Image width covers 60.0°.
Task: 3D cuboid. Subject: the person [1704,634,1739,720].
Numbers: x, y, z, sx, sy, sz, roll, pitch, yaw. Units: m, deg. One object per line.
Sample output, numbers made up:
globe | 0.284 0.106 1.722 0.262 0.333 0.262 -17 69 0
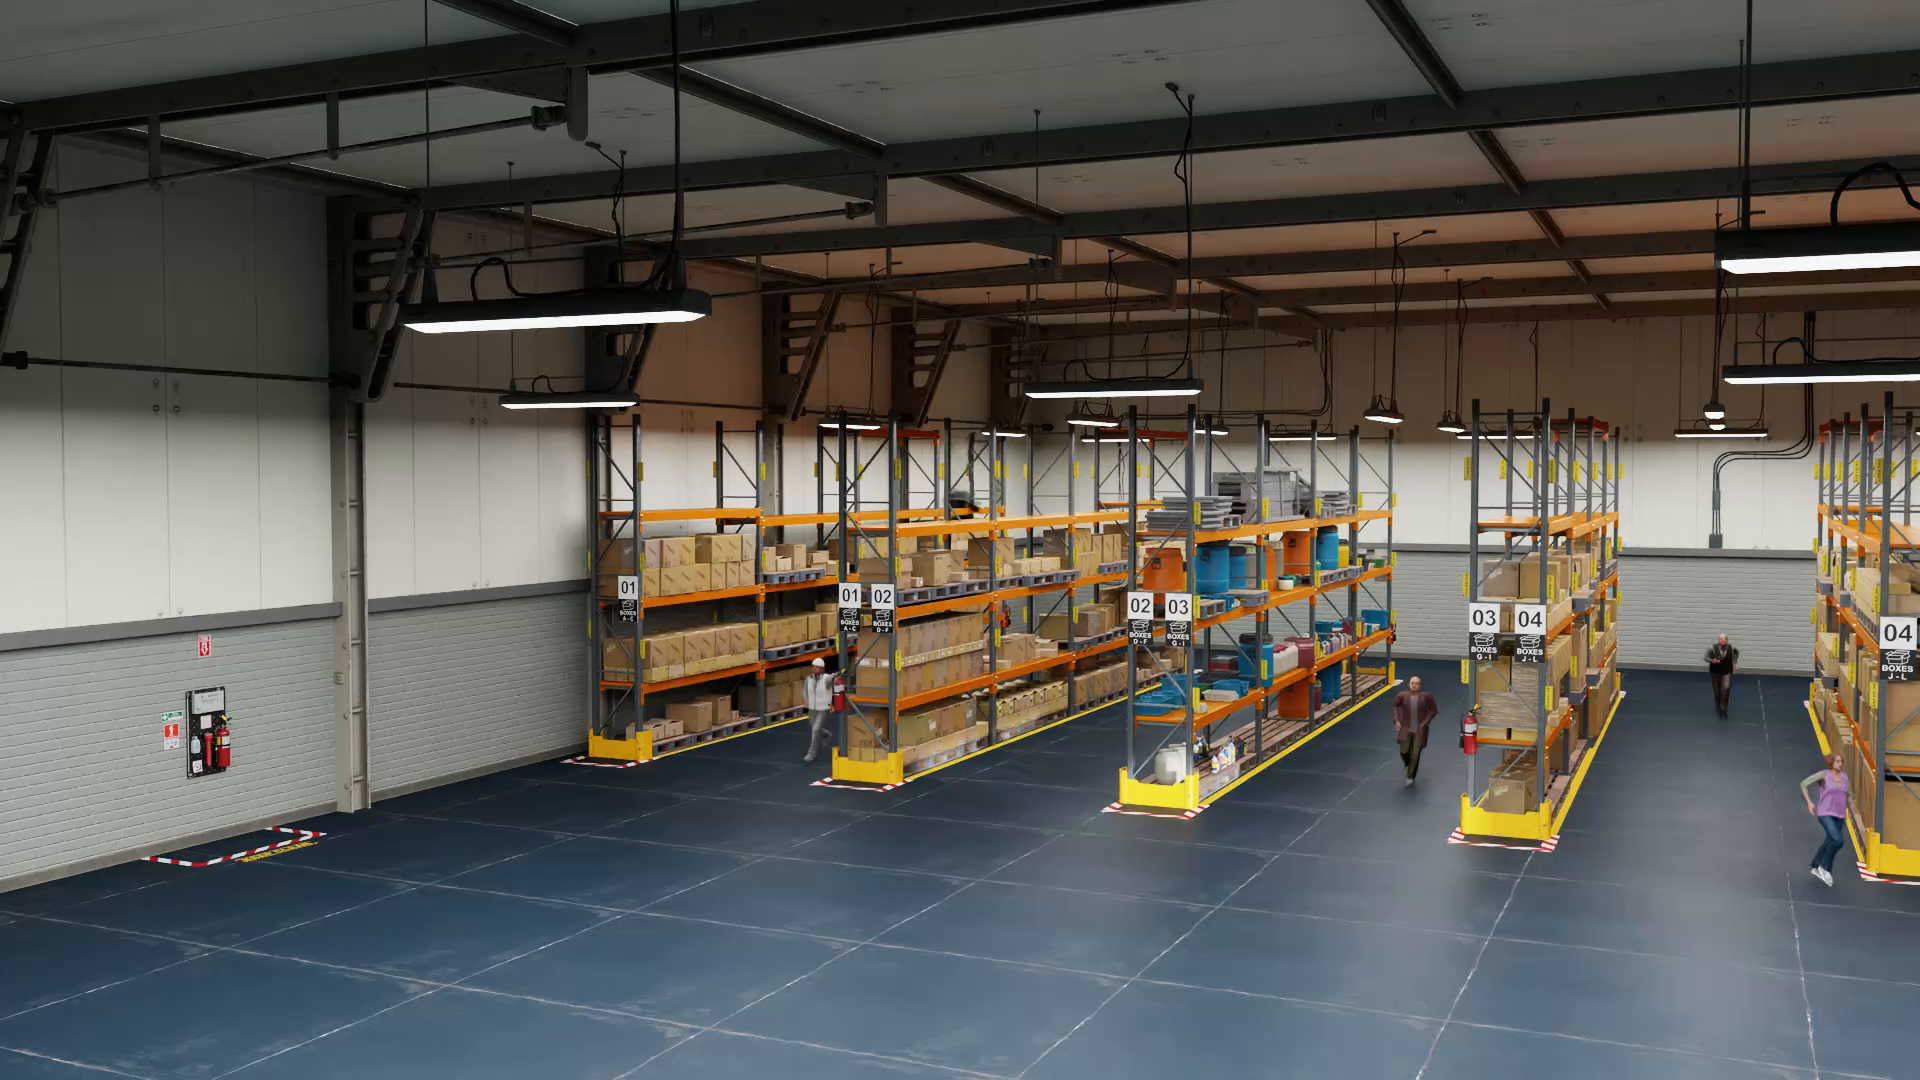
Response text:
person | 15.551 2.764 33.982 0.657 1.735 1.013 1 3 24

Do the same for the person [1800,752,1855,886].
person | 10.582 3.371 20.180 0.522 1.602 0.653 -1 2 -14

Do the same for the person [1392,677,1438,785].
person | 7.246 3.046 26.555 0.723 1.734 0.616 1 2 19

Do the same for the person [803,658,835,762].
person | -2.456 2.938 29.069 0.652 1.766 0.917 1 3 23
